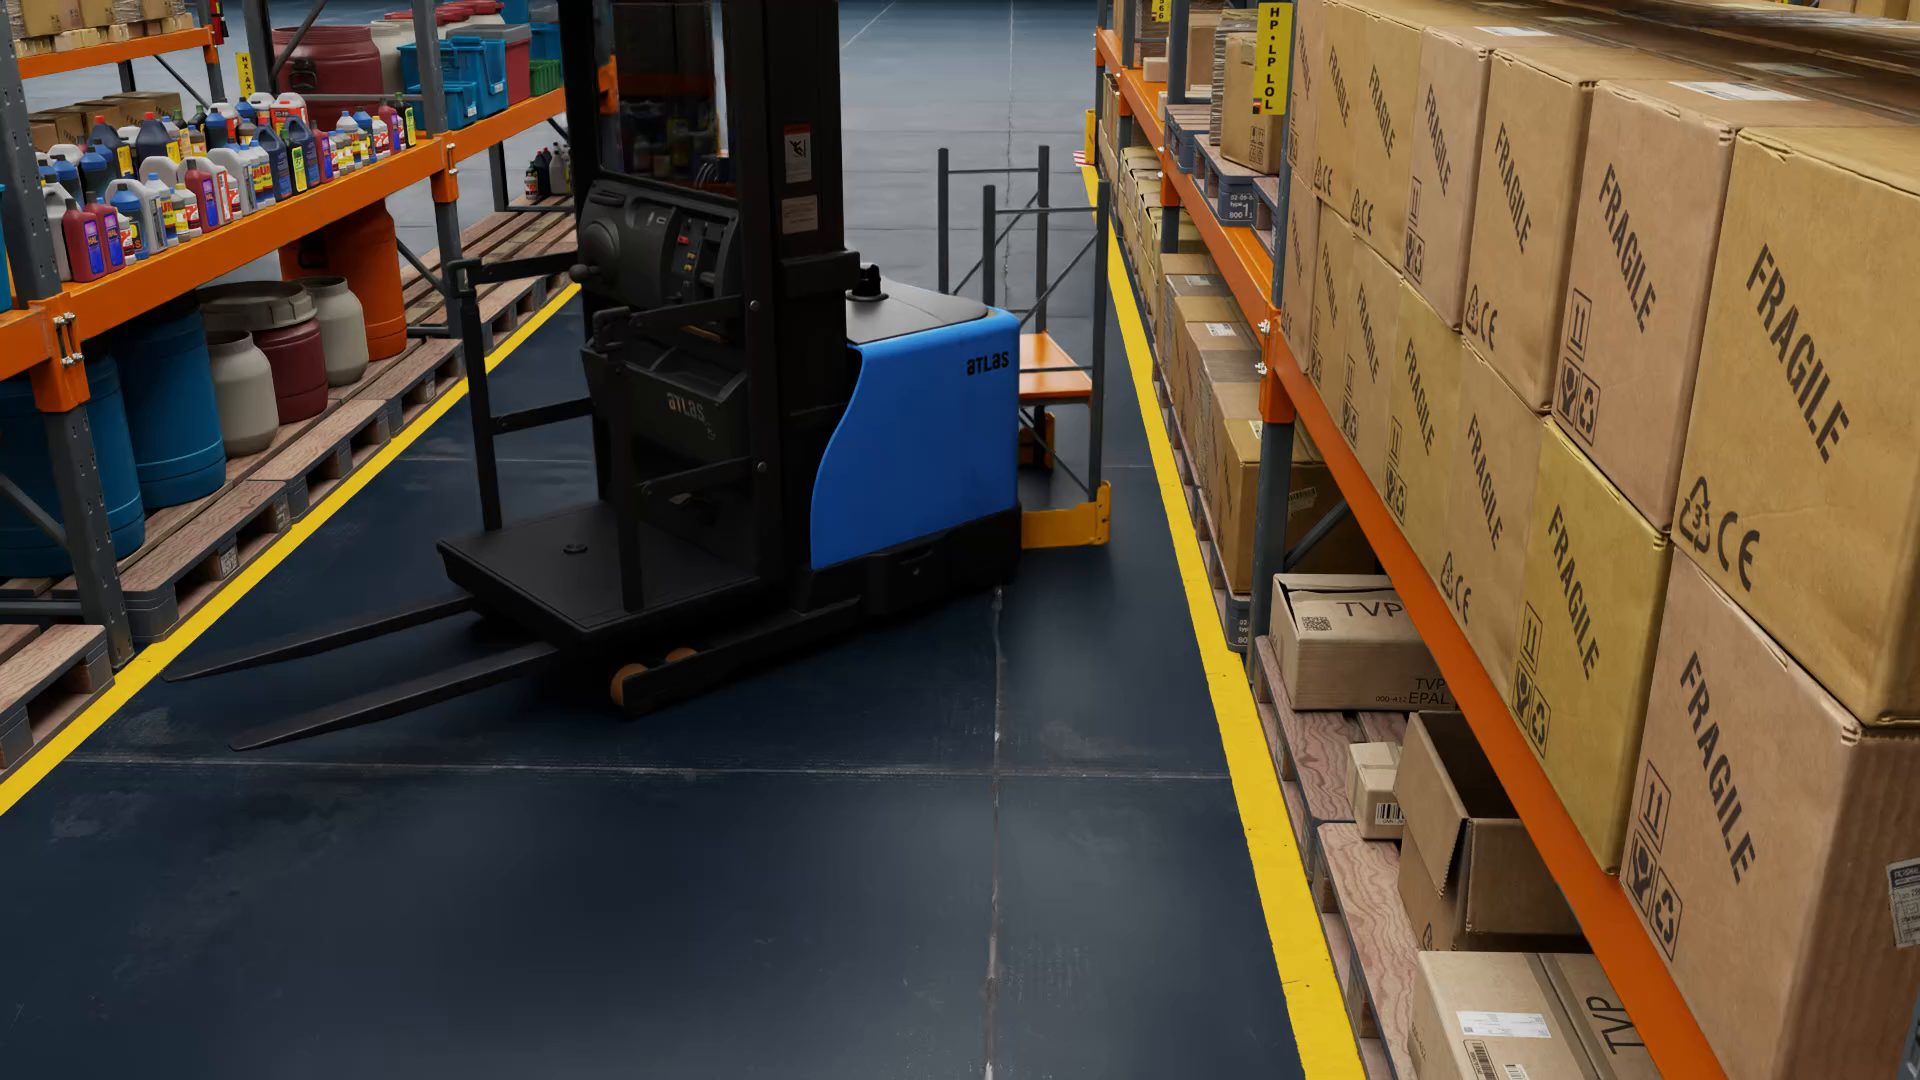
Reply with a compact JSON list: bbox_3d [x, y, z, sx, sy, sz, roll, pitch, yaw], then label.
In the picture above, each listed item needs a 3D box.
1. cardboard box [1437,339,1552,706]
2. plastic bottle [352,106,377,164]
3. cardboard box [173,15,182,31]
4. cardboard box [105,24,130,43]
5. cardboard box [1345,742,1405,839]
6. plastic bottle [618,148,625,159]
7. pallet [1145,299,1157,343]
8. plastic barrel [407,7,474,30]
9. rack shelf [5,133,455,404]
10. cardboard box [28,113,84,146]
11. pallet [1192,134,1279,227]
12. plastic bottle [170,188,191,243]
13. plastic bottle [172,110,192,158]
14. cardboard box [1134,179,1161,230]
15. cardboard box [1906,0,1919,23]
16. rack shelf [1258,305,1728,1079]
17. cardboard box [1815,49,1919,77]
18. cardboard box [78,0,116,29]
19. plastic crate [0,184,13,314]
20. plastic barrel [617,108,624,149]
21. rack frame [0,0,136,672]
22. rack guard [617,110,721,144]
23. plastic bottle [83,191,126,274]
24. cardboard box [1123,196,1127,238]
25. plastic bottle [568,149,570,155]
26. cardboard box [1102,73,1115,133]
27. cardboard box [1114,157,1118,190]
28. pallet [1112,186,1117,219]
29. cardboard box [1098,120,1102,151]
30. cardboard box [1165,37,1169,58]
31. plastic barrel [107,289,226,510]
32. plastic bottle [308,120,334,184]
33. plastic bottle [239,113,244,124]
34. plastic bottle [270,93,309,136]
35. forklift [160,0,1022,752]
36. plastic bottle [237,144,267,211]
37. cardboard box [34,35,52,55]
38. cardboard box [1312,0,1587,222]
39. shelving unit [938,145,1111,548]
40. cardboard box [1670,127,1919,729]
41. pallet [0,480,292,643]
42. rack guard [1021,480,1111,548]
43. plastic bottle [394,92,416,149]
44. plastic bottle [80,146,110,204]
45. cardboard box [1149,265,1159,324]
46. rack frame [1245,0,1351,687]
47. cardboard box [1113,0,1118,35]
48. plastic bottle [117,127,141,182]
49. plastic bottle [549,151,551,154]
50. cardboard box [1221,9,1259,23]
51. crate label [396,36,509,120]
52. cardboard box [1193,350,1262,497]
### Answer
[{"bbox_3d":[1.152,-0.042,2.852,0.500,0.500,0.500,1,21,2],"label":"cardboard box"},{"bbox_3d":[-2.951,-2.004,8.226,0.097,0.271,0.097,0,21,0],"label":"plastic bottle"},{"bbox_3d":[-7.848,-5.045,16.232,0.380,0.149,0.250,1,21,2],"label":"cardboard box"},{"bbox_3d":[-7.781,-4.592,15.064,0.380,0.149,0.250,1,21,2],"label":"cardboard box"},{"bbox_3d":[1.253,0.669,4.465,0.380,0.166,0.250,1,21,2],"label":"cardboard box"},{"bbox_3d":[-2.900,-3.294,14.529,0.152,0.276,0.135,1,21,2],"label":"plastic bottle"},{"bbox_3d":[1.684,-1.352,10.222,1.003,0.211,1.213,1,21,2],"label":"pallet"},{"bbox_3d":[-3.479,-3.312,11.229,0.433,0.535,0.433,0,21,0],"label":"plastic barrel"},{"bbox_3d":[-3.391,-1.352,7.362,1.077,0.370,4.000,1,21,2],"label":"rack shelf"},{"bbox_3d":[-8.157,-3.519,14.826,0.500,0.500,0.500,-1,21,-3],"label":"cardboard box"},{"bbox_3d":[1.566,-1.562,7.174,1.003,0.211,1.213,1,21,2],"label":"pallet"},{"bbox_3d":[-3.012,-1.244,6.363,0.097,0.201,0.097,0,21,0],"label":"plastic bottle"},{"bbox_3d":[-3.738,-1.905,7.953,0.061,0.283,0.133,1,21,2],"label":"plastic bottle"},{"bbox_3d":[1.435,-2.274,11.188,0.500,0.311,0.500,1,21,3],"label":"cardboard box"},{"bbox_3d":[6.631,-3.376,10.836,0.700,0.500,0.500,4,21,9],"label":"cardboard box"},{"bbox_3d":[1.438,0.150,3.490,1.077,0.370,4.000,1,21,2],"label":"rack shelf"},{"bbox_3d":[1.683,-0.503,2.657,0.500,0.500,0.500,1,21,2],"label":"cardboard box"},{"bbox_3d":[-8.063,-4.801,14.707,0.875,0.500,0.500,1,21,2],"label":"cardboard box"},{"bbox_3d":[-3.125,-0.812,4.915,0.392,0.384,0.575,1,21,2],"label":"plastic crate"},{"bbox_3d":[-3.046,-3.919,15.842,0.421,0.512,0.421,0,21,0],"label":"plastic barrel"},{"bbox_3d":[-3.452,-0.964,5.368,1.000,3.000,0.127,1,21,2],"label":"rack frame"},{"bbox_3d":[-3.042,-4.110,16.930,1.175,0.500,0.348,1,21,2],"label":"rack guard"},{"bbox_3d":[-3.011,-1.086,5.843,0.061,0.283,0.133,1,21,2],"label":"plastic bottle"},{"bbox_3d":[1.465,-2.387,12.255,0.500,0.250,0.500,1,21,3],"label":"cardboard box"},{"bbox_3d":[-3.358,-3.226,14.344,0.061,0.283,0.133,1,21,2],"label":"plastic bottle"},{"bbox_3d":[1.612,-4.139,15.732,0.500,0.500,0.500,1,21,2],"label":"cardboard box"},{"bbox_3d":[1.563,-3.066,14.004,0.500,0.250,0.500,1,21,2],"label":"cardboard box"},{"bbox_3d":[1.808,-2.788,13.923,1.003,0.211,1.213,1,21,2],"label":"pallet"},{"bbox_3d":[1.625,-3.970,16.334,0.500,0.250,0.500,1,21,2],"label":"cardboard box"},{"bbox_3d":[1.771,-3.553,12.246,0.500,0.250,0.500,2,21,5],"label":"cardboard box"},{"bbox_3d":[-3.397,-0.634,6.838,0.600,0.901,0.708,1,21,2],"label":"plastic barrel"},{"bbox_3d":[-2.951,-1.792,7.662,0.061,0.283,0.133,1,21,2],"label":"plastic bottle"},{"bbox_3d":[-3.701,-2.088,8.539,0.097,0.201,0.097,0,21,0],"label":"plastic bottle"},{"bbox_3d":[-3.515,-2.198,8.719,0.152,0.276,0.135,1,21,2],"label":"plastic bottle"},{"bbox_3d":[-1.196,-0.999,5.552,3.031,2.935,1.130,-18,27,-38],"label":"forklift"},{"bbox_3d":[-2.991,-1.528,6.998,0.097,0.271,0.097,0,21,0],"label":"plastic bottle"},{"bbox_3d":[-7.854,-4.140,13.900,0.380,0.149,0.250,1,21,2],"label":"cardboard box"},{"bbox_3d":[1.188,-1.068,4.113,0.500,0.500,0.500,0,21,0],"label":"cardboard box"},{"bbox_3d":[0.245,-0.861,7.175,0.587,1.500,1.083,-4,22,-10],"label":"shelving unit"},{"bbox_3d":[1.116,-0.139,1.720,0.500,0.500,0.500,0,21,1],"label":"cardboard box"},{"bbox_3d":[-3.387,0.057,6.590,1.003,0.211,1.213,1,21,2],"label":"pallet"},{"bbox_3d":[0.337,-0.101,6.945,0.587,0.250,0.087,-4,22,-10],"label":"rack guard"},{"bbox_3d":[-2.916,-2.205,8.727,0.061,0.283,0.133,1,21,2],"label":"plastic bottle"},{"bbox_3d":[-3.600,-1.503,6.933,0.097,0.271,0.097,0,21,0],"label":"plastic bottle"},{"bbox_3d":[1.393,-1.462,9.870,0.500,0.250,0.500,1,21,3],"label":"cardboard box"},{"bbox_3d":[1.499,-0.909,5.224,1.000,3.000,0.127,1,21,2],"label":"rack frame"},{"bbox_3d":[1.837,-5.125,15.953,0.700,0.500,0.500,1,21,2],"label":"cardboard box"},{"bbox_3d":[-3.709,-1.699,7.431,0.152,0.276,0.135,1,21,2],"label":"plastic bottle"},{"bbox_3d":[-3.508,-3.160,14.175,0.061,0.283,0.133,2,21,5],"label":"plastic bottle"},{"bbox_3d":[1.714,-2.368,8.267,0.700,0.500,0.500,-7,22,-16],"label":"cardboard box"},{"bbox_3d":[-3.030,-2.783,10.007,0.502,0.435,0.616,1,21,2],"label":"crate label"},{"bbox_3d":[1.266,-0.490,6.992,0.500,0.500,0.500,1,21,2],"label":"cardboard box"}]
